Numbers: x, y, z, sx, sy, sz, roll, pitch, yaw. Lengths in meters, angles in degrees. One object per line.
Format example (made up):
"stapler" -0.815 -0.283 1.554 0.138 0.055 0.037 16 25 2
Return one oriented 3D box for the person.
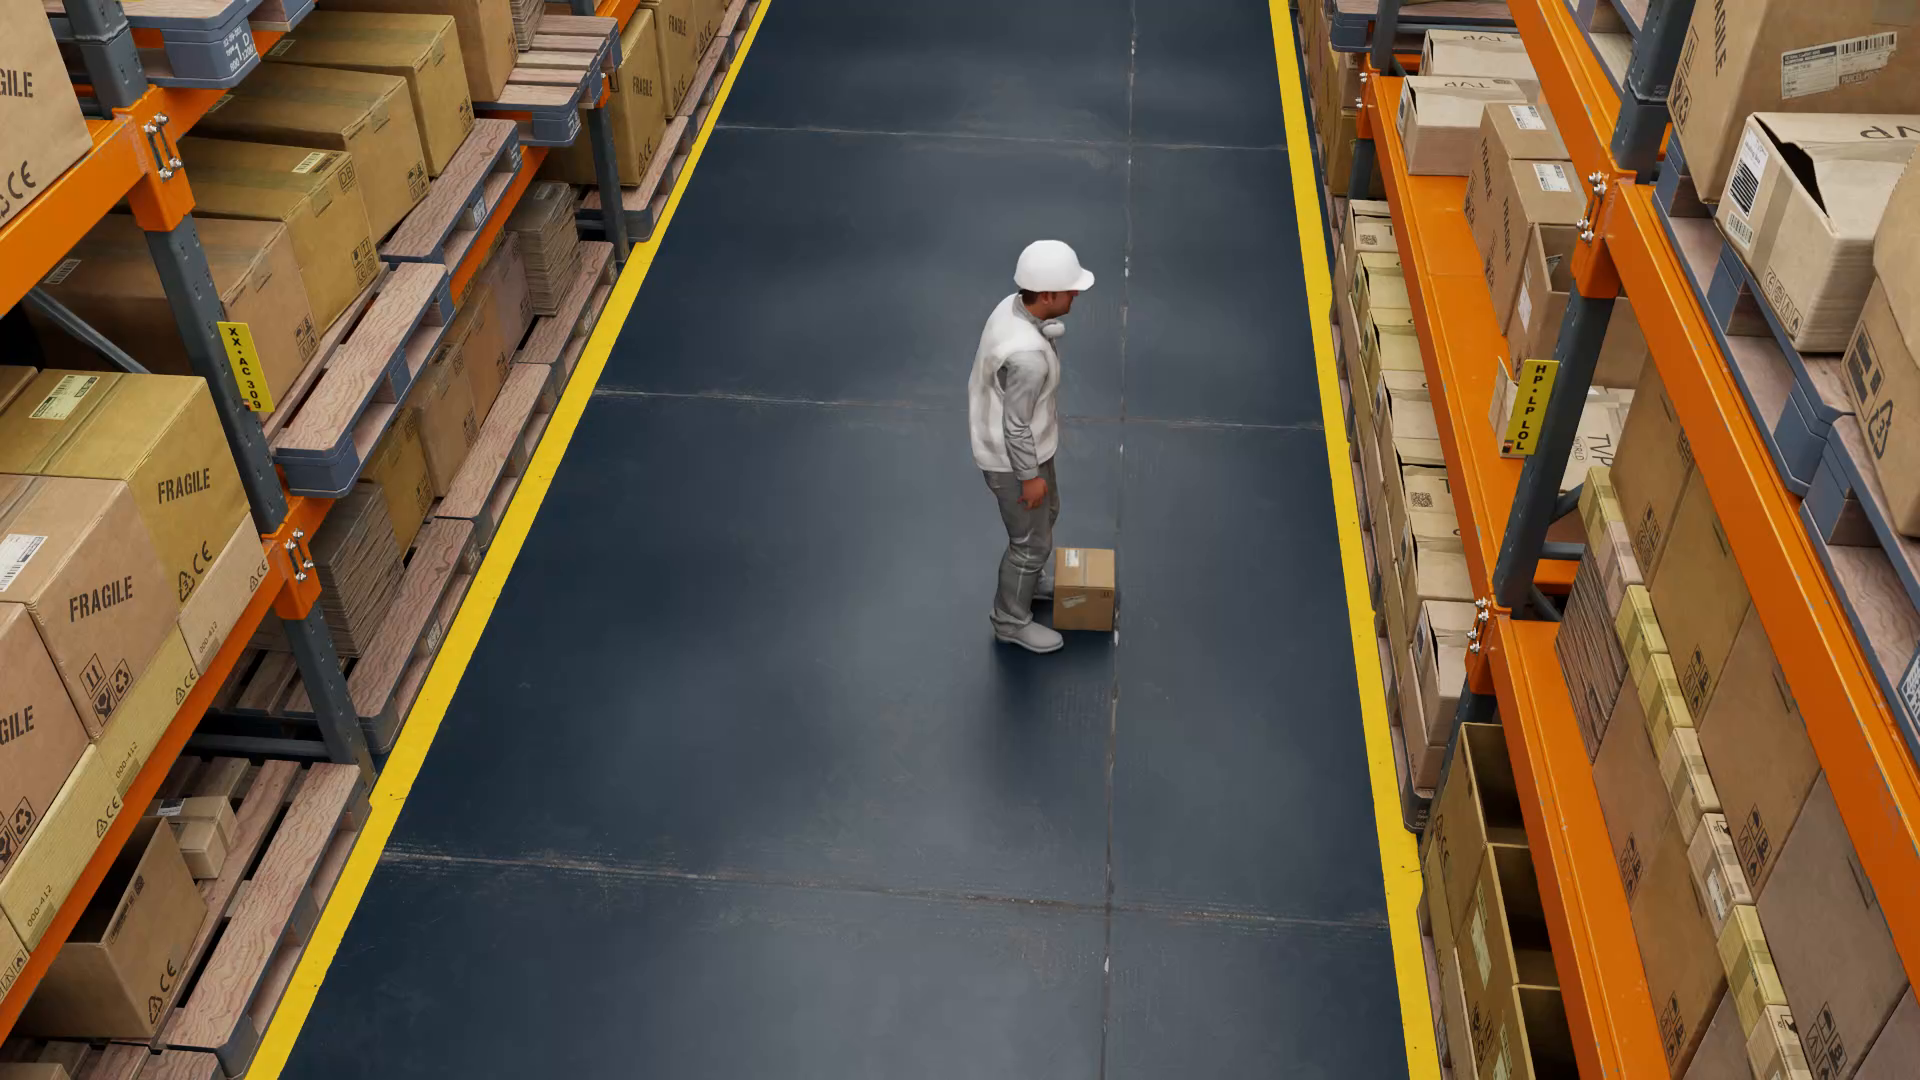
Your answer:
"person" 0.267 -0.386 6.600 0.476 1.769 0.580 1 40 2
